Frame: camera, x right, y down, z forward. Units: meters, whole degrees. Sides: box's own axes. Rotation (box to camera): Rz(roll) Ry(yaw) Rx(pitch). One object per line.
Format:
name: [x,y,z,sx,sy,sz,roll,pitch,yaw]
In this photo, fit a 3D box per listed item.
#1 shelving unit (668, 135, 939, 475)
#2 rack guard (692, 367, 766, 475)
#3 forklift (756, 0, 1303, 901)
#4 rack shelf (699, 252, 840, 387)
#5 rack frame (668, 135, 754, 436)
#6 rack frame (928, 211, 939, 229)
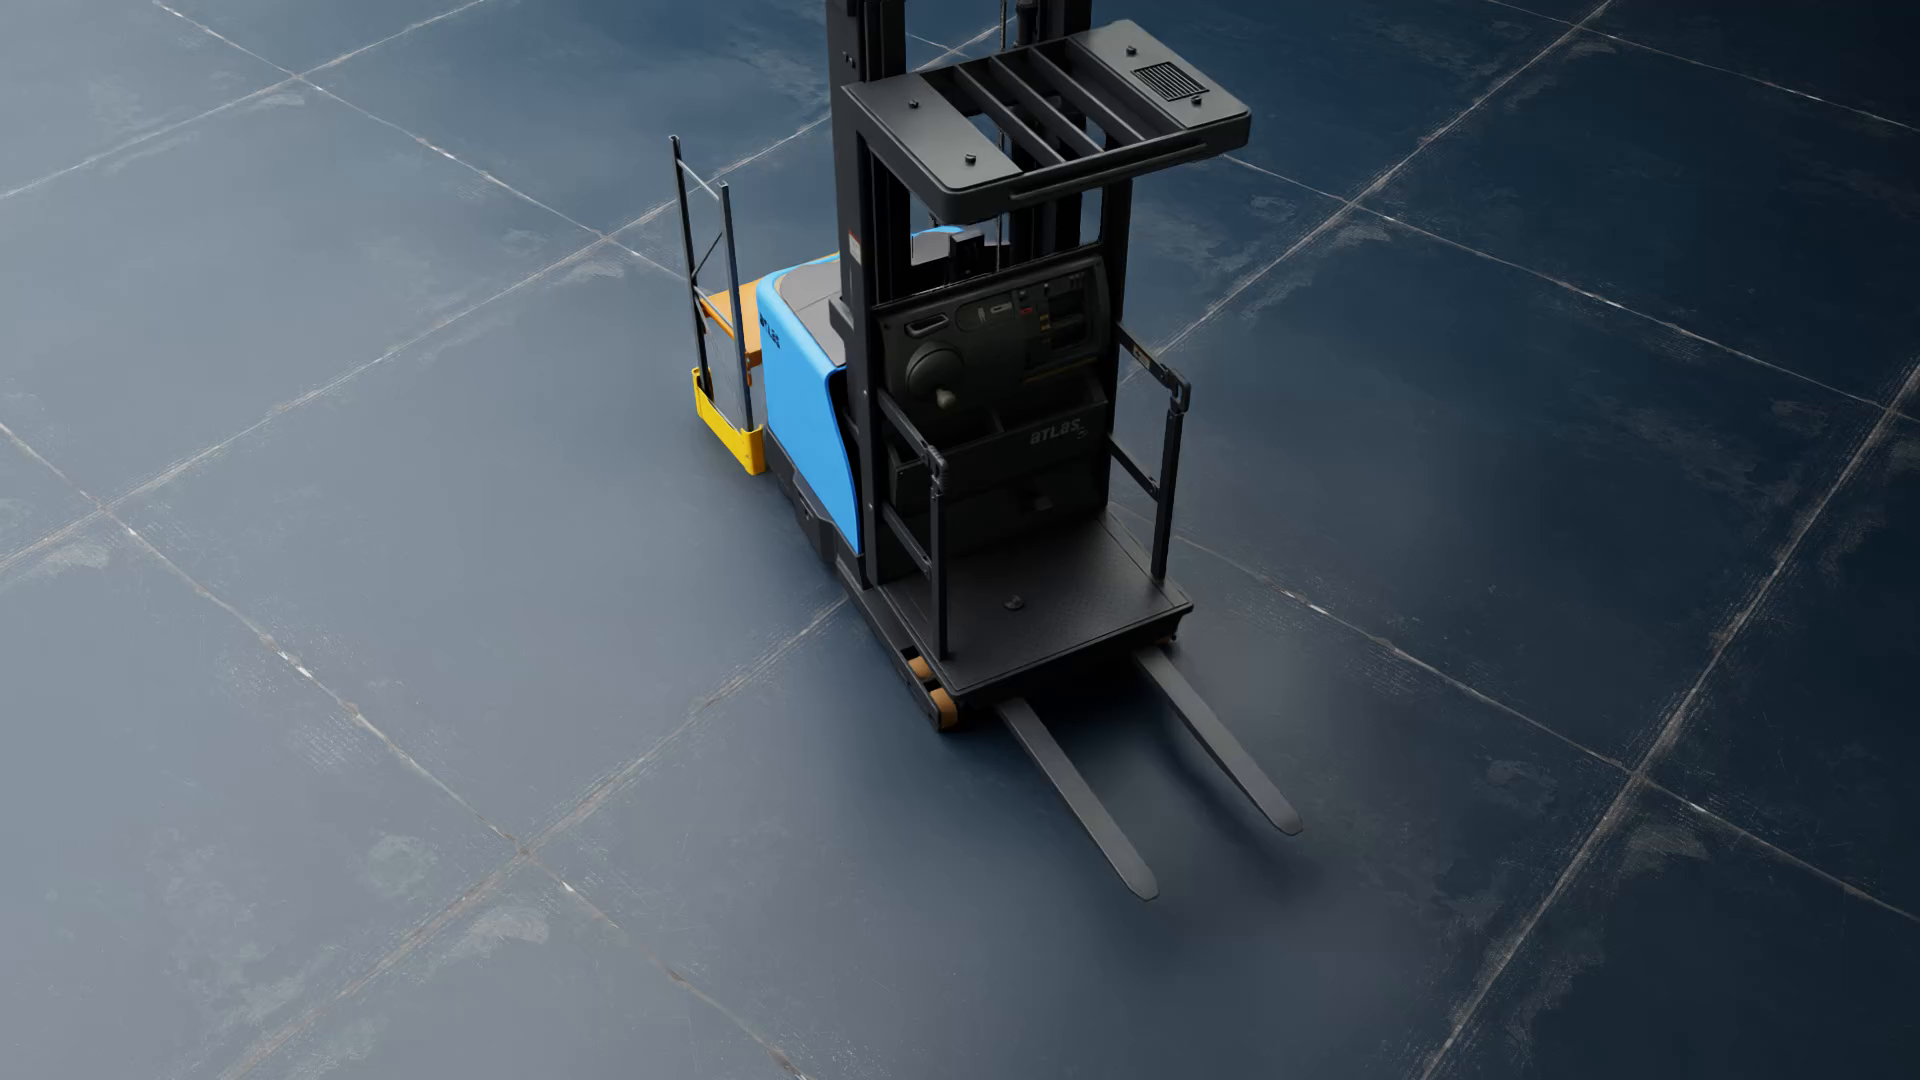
shelving unit: [-0.678,-1.215,7.654,1.083,1.500,0.587,-24,47,-24]
rack guard: [-1.095,-0.570,7.874,0.087,0.250,0.587,-24,47,-24]
forklift: [0.240,-0.681,6.003,1.130,2.935,3.031,-19,46,-20]
rack shelf: [-0.670,-1.085,7.778,1.000,0.185,0.538,-24,47,-24]
rack frame: [-1.096,-1.032,7.453,0.032,1.500,0.500,-24,47,-24]
rack frame: [-0.244,-1.405,7.862,0.032,1.500,0.500,-24,47,-24]
